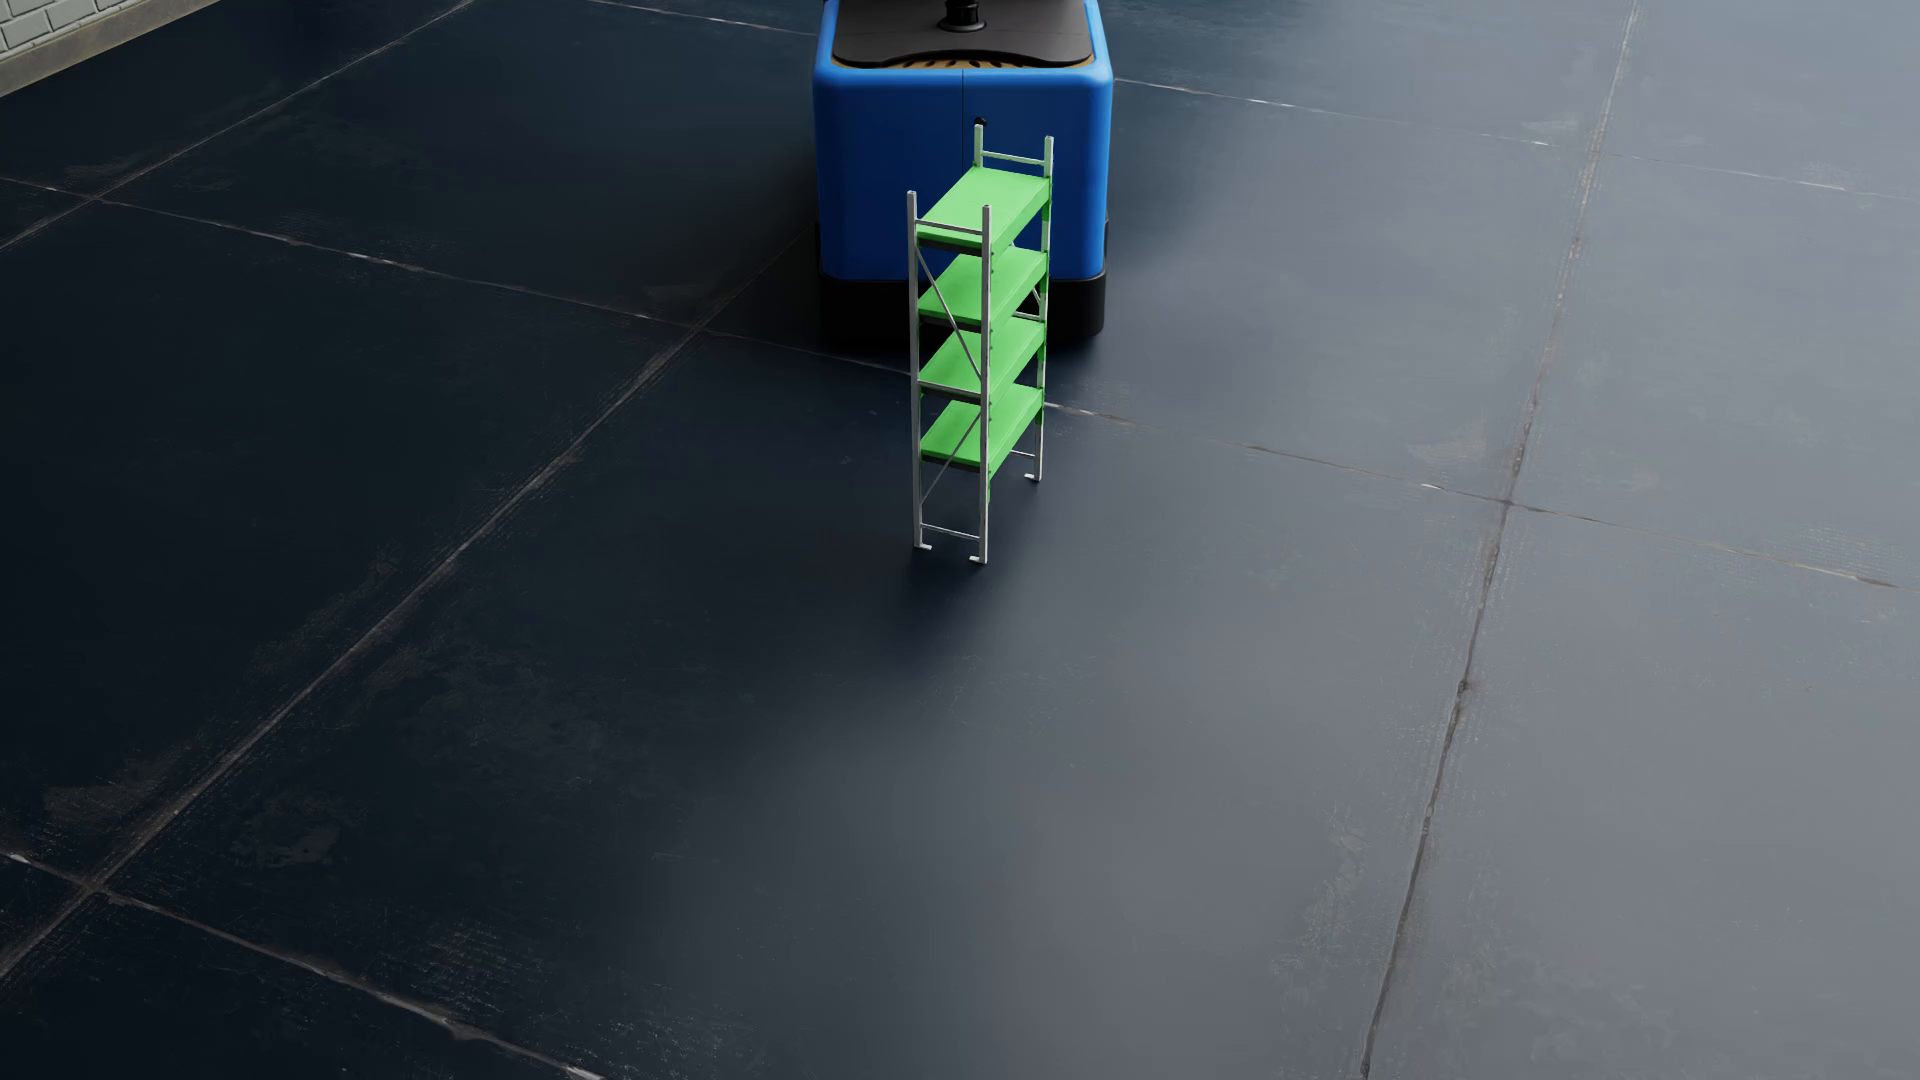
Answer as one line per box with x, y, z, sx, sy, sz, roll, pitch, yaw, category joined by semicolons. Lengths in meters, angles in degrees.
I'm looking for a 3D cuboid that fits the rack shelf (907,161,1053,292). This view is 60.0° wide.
0.063;-0.906;4.764;0.258;0.148;0.480;14;39;18;rack shelf

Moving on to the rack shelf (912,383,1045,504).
0.063;-0.329;5.195;0.258;0.148;0.480;14;39;18;rack shelf

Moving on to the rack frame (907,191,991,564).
-0.030;-0.437;4.833;0.240;1.200;0.015;14;39;18;rack frame

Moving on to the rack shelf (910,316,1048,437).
0.063;-0.521;5.052;0.258;0.148;0.480;14;39;18;rack shelf

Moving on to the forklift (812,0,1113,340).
-0.001;-2.759;6.493;1.130;2.935;3.031;0;37;0;forklift

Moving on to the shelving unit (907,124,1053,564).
0.063;-0.572;5.013;0.258;1.200;0.503;14;39;18;shelving unit

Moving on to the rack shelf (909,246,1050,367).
0.063;-0.713;4.908;0.258;0.148;0.480;14;39;18;rack shelf

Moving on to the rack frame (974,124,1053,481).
0.156;-0.707;5.194;0.240;1.200;0.015;14;39;18;rack frame
